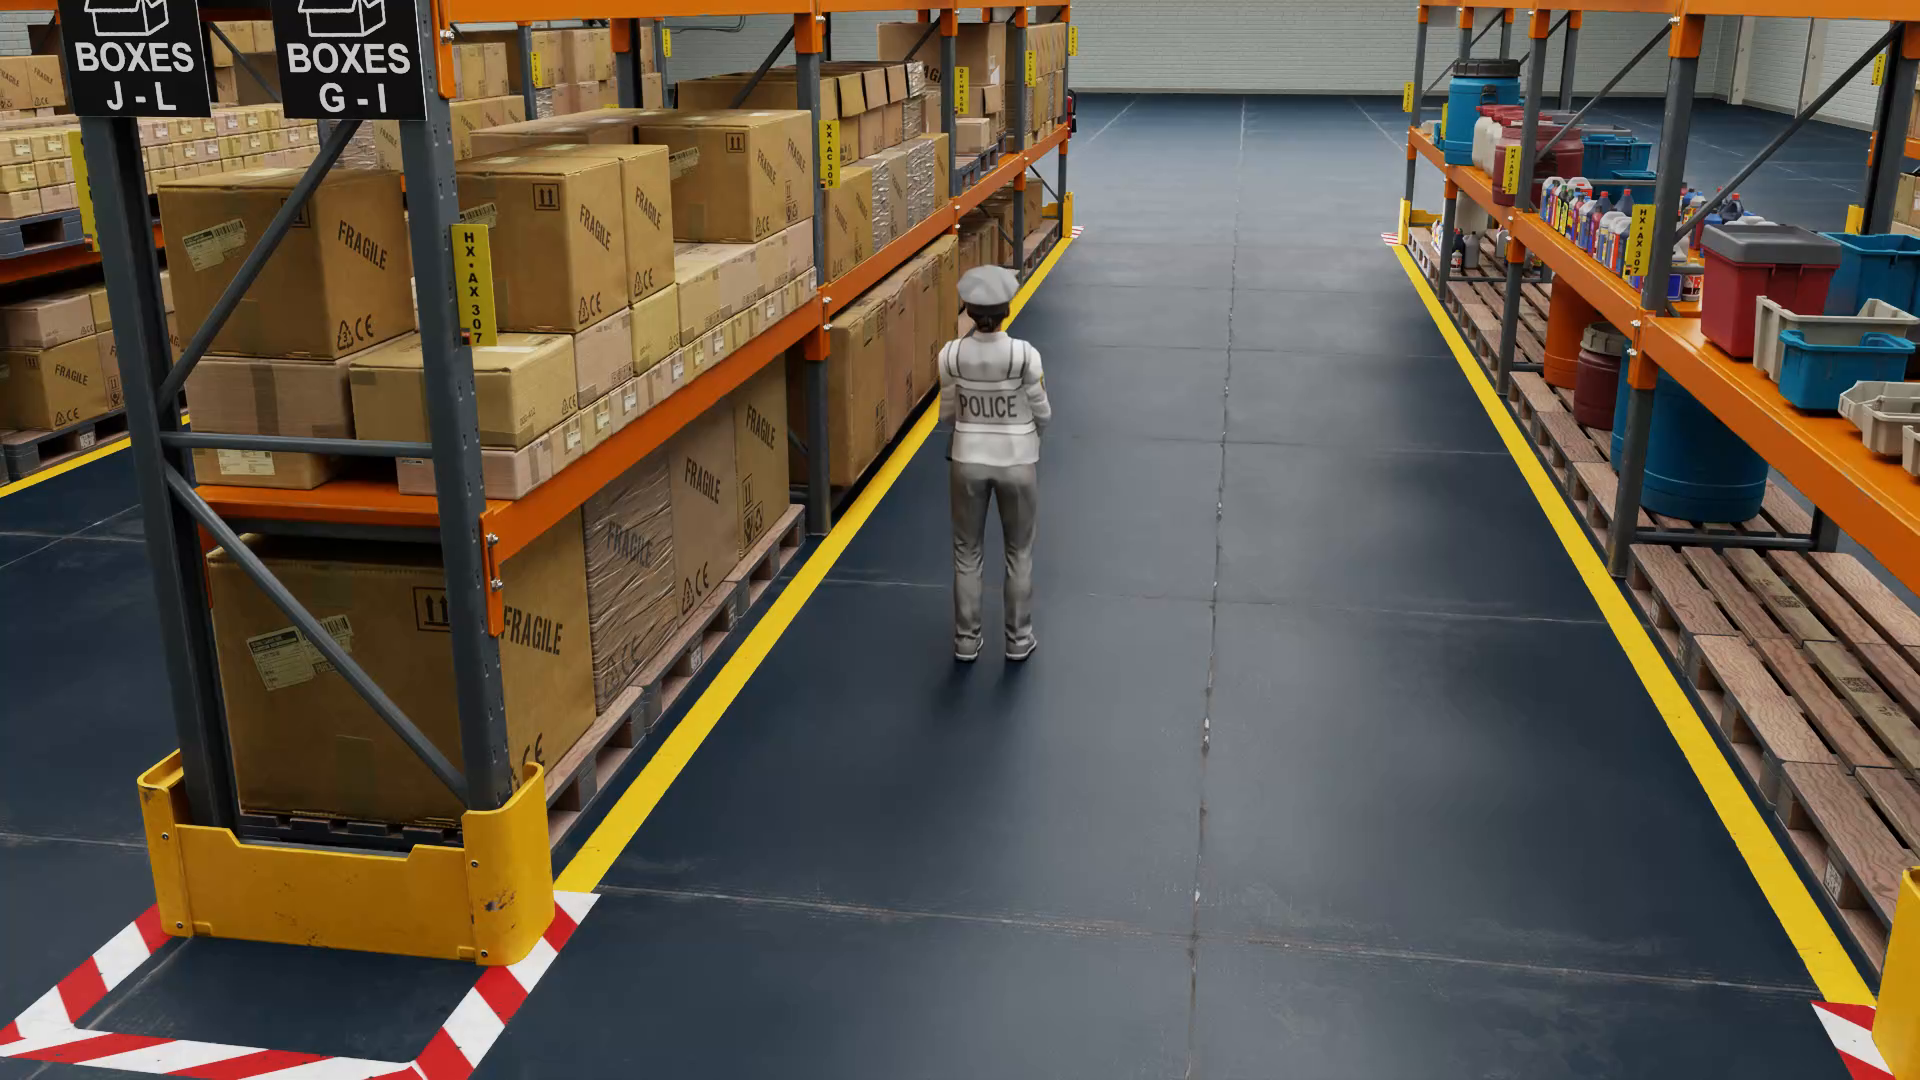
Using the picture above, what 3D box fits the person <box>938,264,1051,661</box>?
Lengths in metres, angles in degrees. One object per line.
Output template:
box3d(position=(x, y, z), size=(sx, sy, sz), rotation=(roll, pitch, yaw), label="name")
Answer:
box3d(position=(0.147, -0.322, 6.997), size=(0.469, 1.690, 0.550), rotation=(3, 18, 9), label="person")
